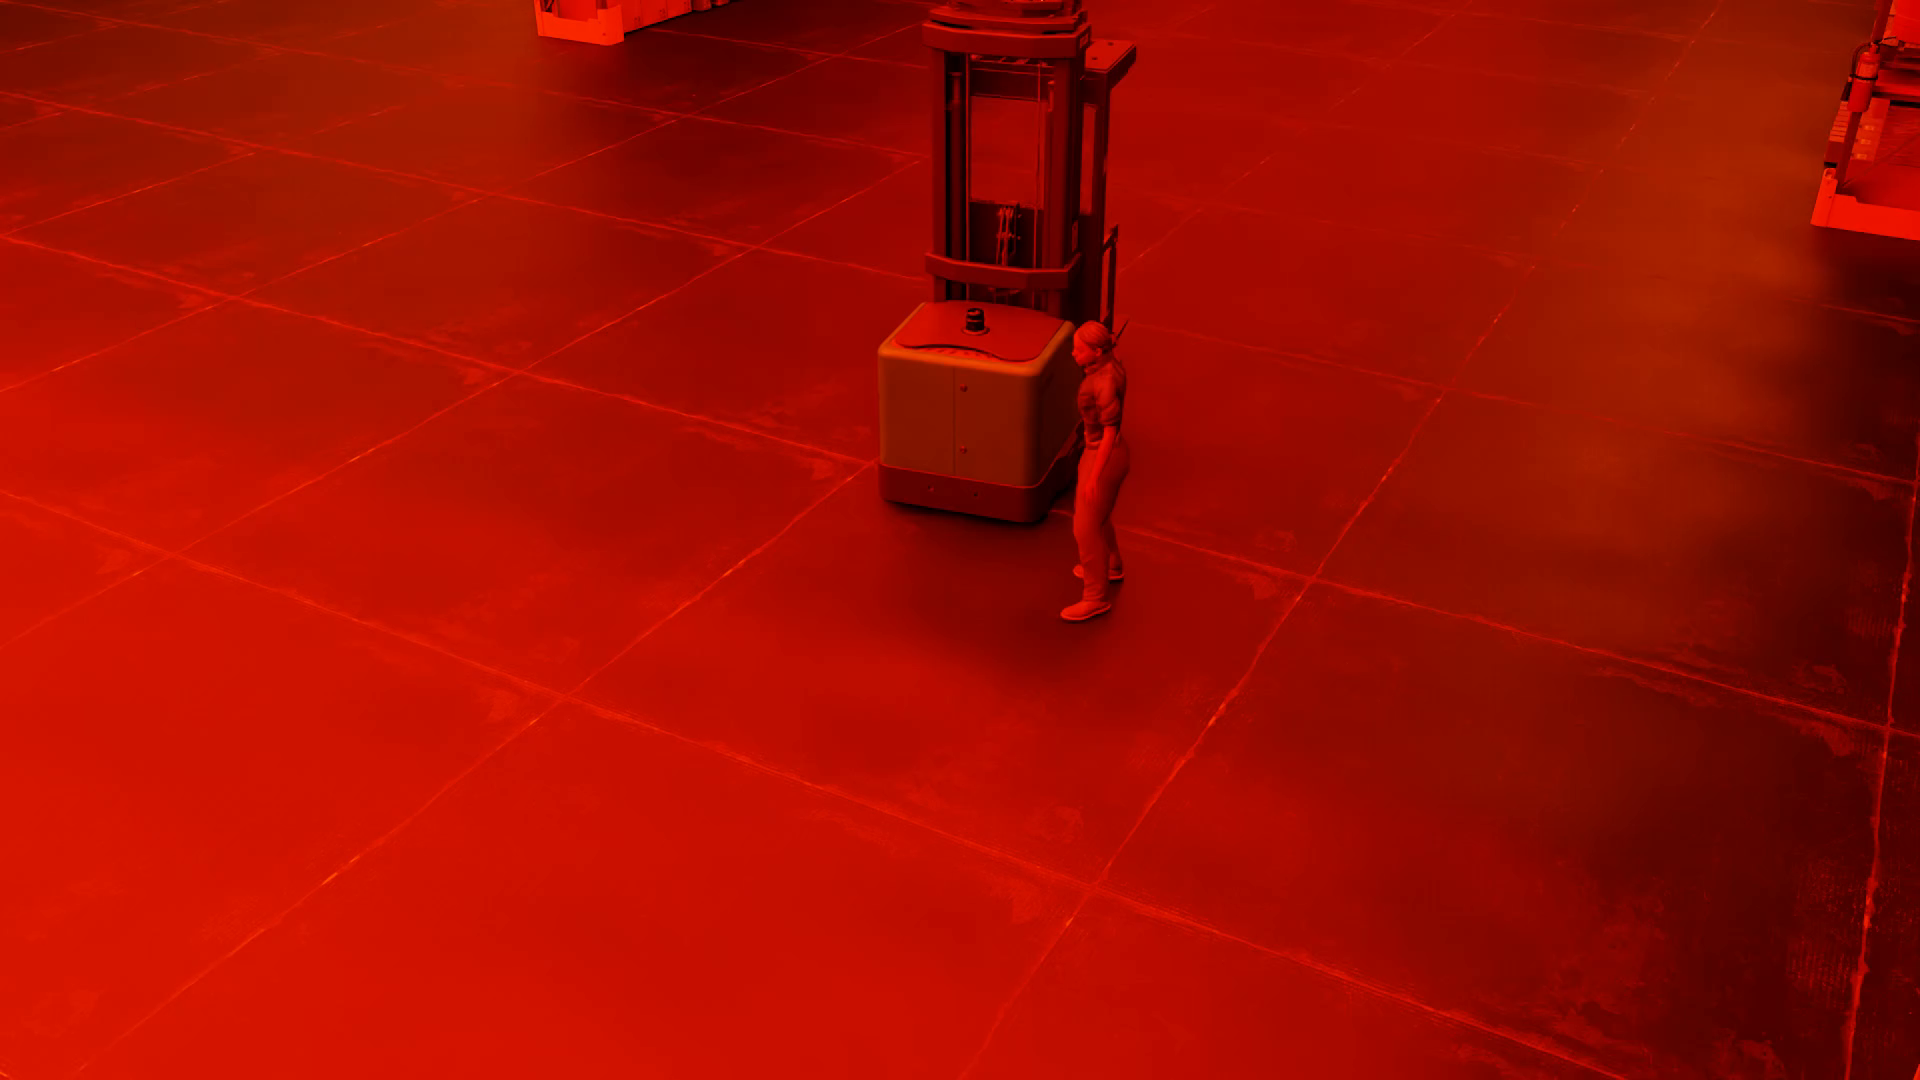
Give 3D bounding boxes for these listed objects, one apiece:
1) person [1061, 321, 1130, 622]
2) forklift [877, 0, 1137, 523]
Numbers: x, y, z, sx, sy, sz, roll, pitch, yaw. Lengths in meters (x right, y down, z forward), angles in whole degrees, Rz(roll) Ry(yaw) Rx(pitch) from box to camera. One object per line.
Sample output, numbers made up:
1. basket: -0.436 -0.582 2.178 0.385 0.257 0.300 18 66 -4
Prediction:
1. person: 0.763 -0.430 9.124 0.355 1.632 0.753 2 30 4
2. forklift: 0.454 -2.098 10.705 1.130 2.935 3.031 10 31 16
